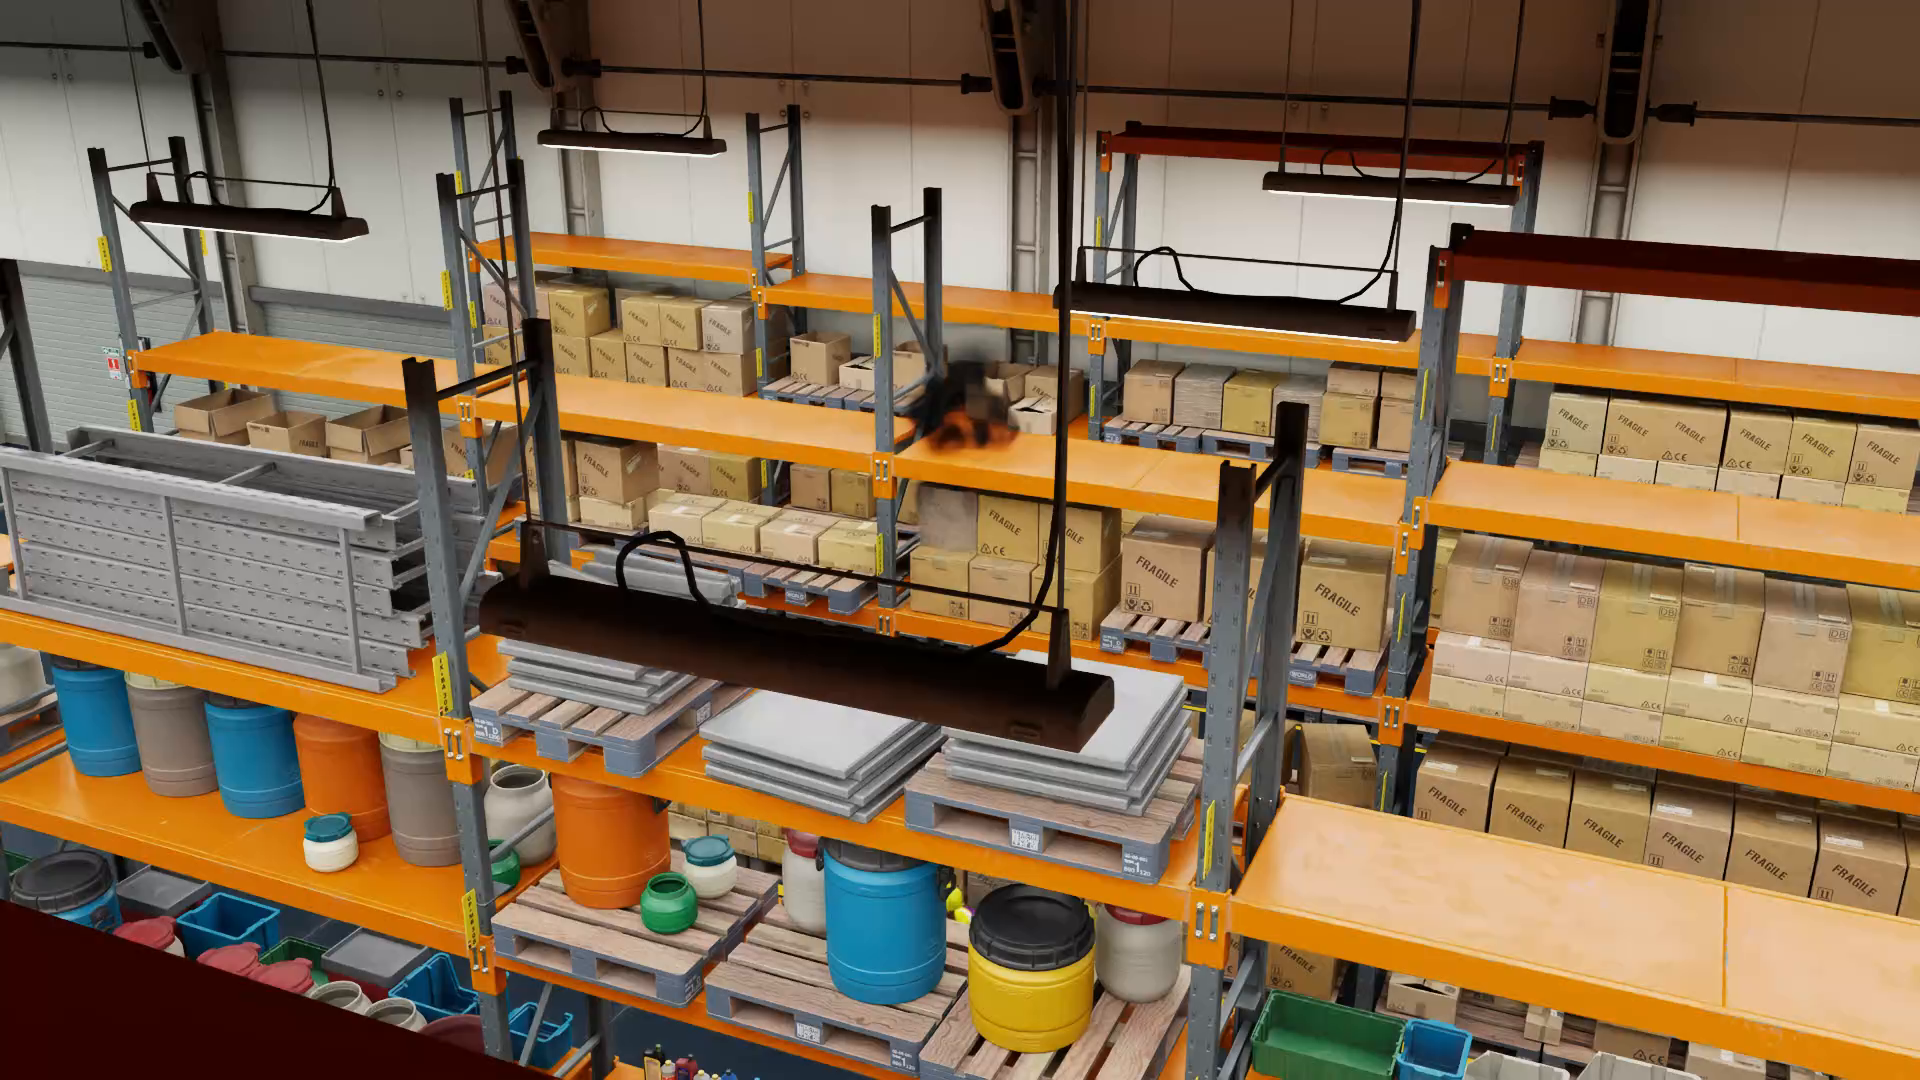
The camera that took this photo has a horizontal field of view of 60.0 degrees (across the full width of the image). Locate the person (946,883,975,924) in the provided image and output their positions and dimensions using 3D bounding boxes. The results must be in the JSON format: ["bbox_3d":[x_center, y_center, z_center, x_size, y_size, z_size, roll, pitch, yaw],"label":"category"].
[{"bbox_3d":[-0.111,3.196,11.665,0.777,1.831,0.672,4,21,10],"label":"person"}]
